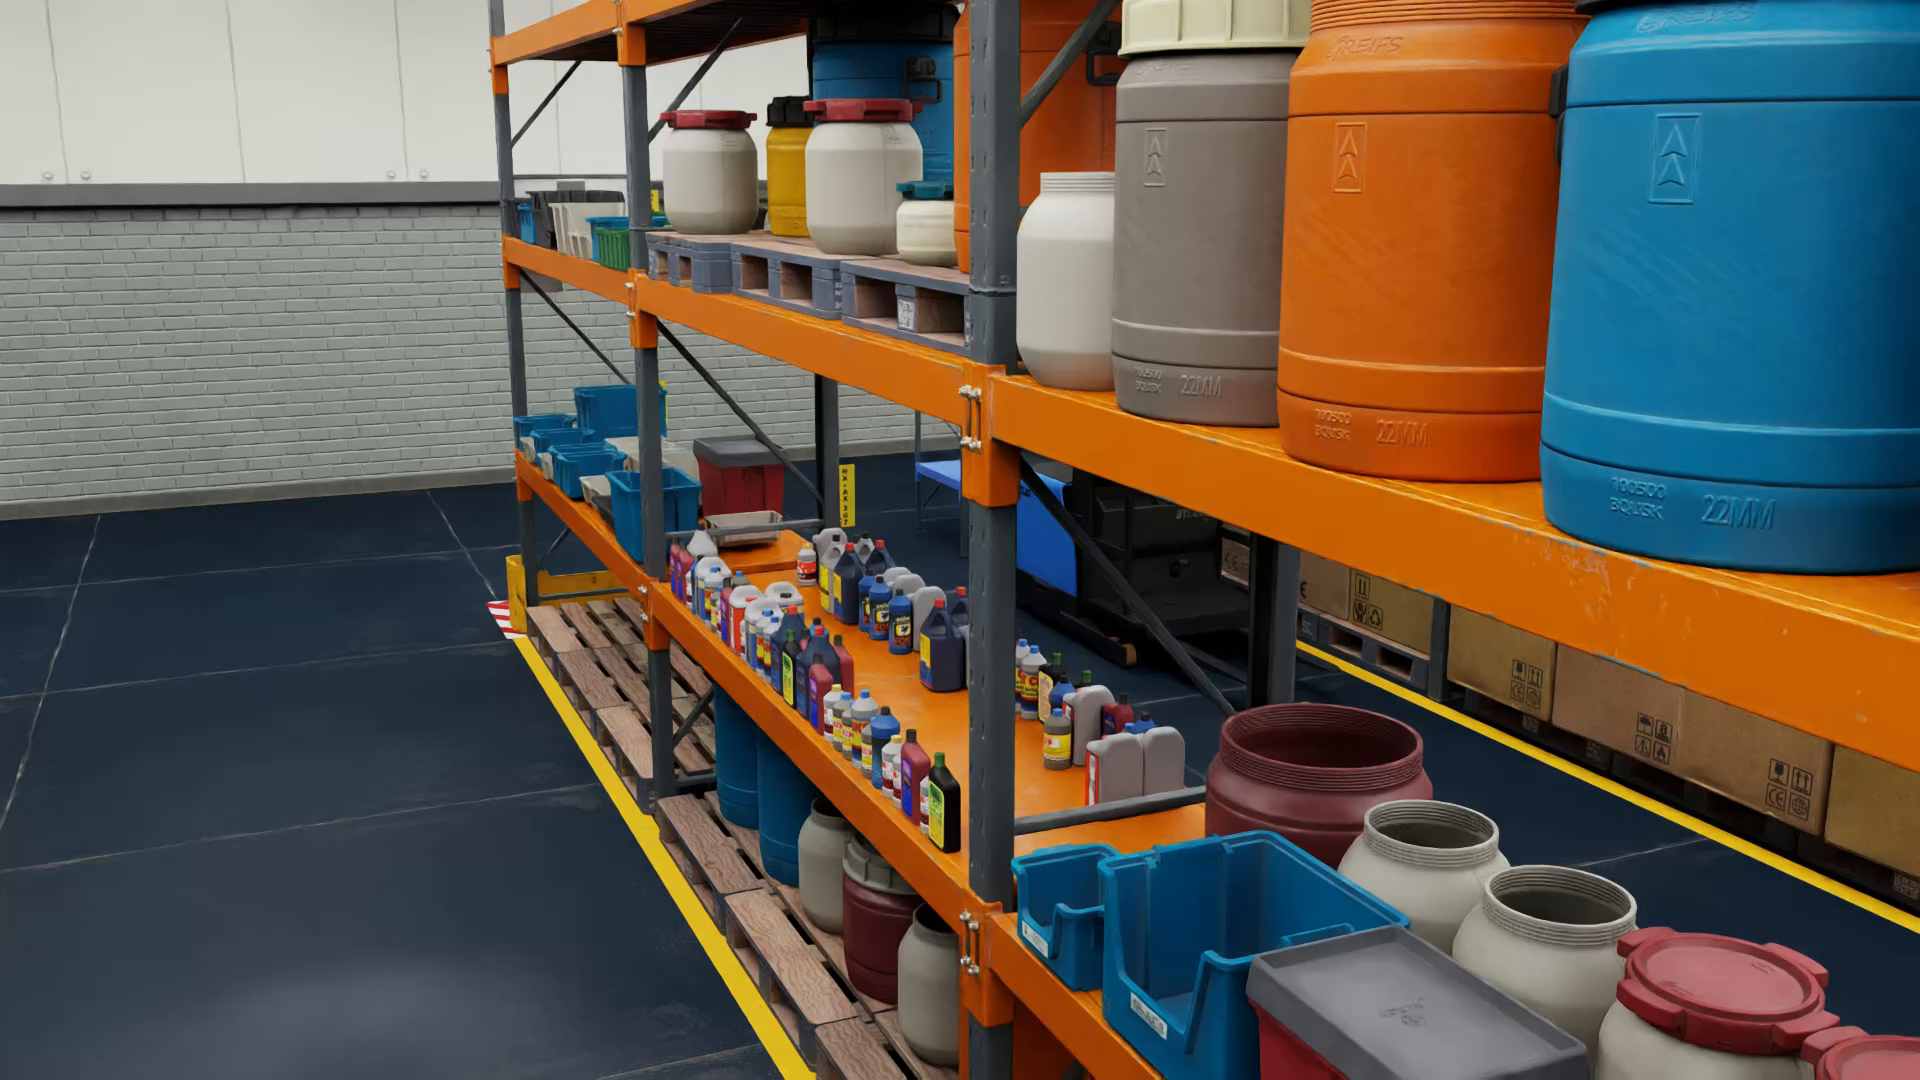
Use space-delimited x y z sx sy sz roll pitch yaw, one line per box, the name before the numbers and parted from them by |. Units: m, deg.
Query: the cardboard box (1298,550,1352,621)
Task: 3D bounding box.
cardboard box | 2.890 0.009 11.958 0.875 0.875 0.875 -6 14 -23

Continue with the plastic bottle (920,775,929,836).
plastic bottle | -0.077 0.808 5.165 0.097 0.201 0.097 0 13 0

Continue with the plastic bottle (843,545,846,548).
plastic bottle | -0.571 0.126 8.113 0.097 0.201 0.097 0 13 0

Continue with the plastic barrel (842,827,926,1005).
plastic barrel | -0.158 1.420 6.501 0.600 0.588 0.708 -6 14 -23

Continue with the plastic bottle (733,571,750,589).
plastic bottle | -1.007 0.243 7.608 0.097 0.201 0.097 0 13 0

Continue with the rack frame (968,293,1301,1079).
rack frame | 0.506 0.782 4.838 1.000 3.000 0.127 -6 14 -23

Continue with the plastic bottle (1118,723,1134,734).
plastic bottle | 0.568 0.714 5.574 0.097 0.201 0.097 0 13 0

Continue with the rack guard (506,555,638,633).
rack guard | -2.720 0.343 12.278 1.175 0.500 0.348 -6 14 -23

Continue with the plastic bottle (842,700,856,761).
plastic bottle | -0.364 0.660 5.806 0.097 0.201 0.097 0 13 0

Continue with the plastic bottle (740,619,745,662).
plastic bottle | -0.868 0.400 6.928 0.097 0.201 0.097 0 13 0

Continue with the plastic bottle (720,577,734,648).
plastic bottle | -0.985 0.310 7.135 0.061 0.283 0.133 -6 14 -23

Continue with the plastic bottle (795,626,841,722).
plastic bottle | -0.531 0.488 6.217 0.144 0.351 0.185 -6 14 -23

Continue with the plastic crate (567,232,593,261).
plastic crate | -1.955 -1.606 9.087 0.293 0.136 0.466 -6 14 -23

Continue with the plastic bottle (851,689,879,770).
plastic bottle | -0.325 0.646 5.711 0.097 0.271 0.097 0 13 0

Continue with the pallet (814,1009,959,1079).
pallet | 0.152 1.982 5.840 1.003 0.211 1.213 -6 14 -23

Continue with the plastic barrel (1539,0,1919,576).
plastic barrel | 1.181 -0.453 2.410 0.600 0.901 0.708 -6 14 -23

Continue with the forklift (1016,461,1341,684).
forklift | 1.462 -0.679 11.302 1.130 2.935 3.031 -6 14 -23

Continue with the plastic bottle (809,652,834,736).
plastic bottle | -0.505 0.558 6.066 0.061 0.283 0.133 -6 14 -23

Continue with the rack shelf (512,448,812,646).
rack shelf | -1.898 -0.107 10.275 1.077 0.370 4.000 -6 14 -23

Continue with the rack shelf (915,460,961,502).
rack shelf | 0.034 -0.538 14.665 0.538 0.185 1.000 -6 14 -23

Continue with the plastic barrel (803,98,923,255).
plastic barrel | -0.343 -1.303 5.961 0.433 0.535 0.433 0 13 0

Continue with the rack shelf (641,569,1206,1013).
rack shelf | -0.295 0.719 6.704 1.077 0.370 4.000 -6 14 -23

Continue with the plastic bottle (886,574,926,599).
plastic bottle | -0.240 0.276 7.301 0.152 0.276 0.135 -6 14 -23

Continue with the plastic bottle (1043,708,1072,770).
plastic bottle | 0.336 0.680 5.721 0.097 0.201 0.097 0 13 0

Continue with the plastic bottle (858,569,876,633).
plastic bottle | -0.401 0.265 7.356 0.097 0.271 0.097 0 13 0

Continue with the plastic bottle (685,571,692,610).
plastic bottle | -1.224 0.217 7.722 0.097 0.201 0.097 0 13 0

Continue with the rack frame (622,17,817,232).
rack frame | -1.097 -2.967 7.732 1.000 3.000 0.127 -6 14 -23

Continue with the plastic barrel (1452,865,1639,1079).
plastic barrel | 1.282 1.008 3.614 0.421 0.512 0.421 0 13 0

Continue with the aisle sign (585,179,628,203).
aisle sign | -2.459 -2.179 11.865 0.394 0.787 0.004 -6 14 -23

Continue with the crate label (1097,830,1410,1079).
crate label | 0.656 0.995 3.842 0.502 0.435 0.616 -6 14 -23

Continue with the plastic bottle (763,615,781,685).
plastic bottle | -0.736 0.434 6.627 0.097 0.271 0.097 0 13 0

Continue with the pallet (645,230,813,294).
pallet | -0.693 -1.260 7.430 1.213 0.211 1.003 -6 14 -23

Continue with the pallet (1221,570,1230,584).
pallet | 2.231 0.199 13.543 1.003 0.211 1.213 -6 14 -23

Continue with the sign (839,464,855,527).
sign | -0.592 -0.228 8.590 0.100 0.325 0.005 -6 14 -23

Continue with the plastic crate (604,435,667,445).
plastic crate | -2.206 -0.619 11.345 0.396 0.136 0.243 -6 14 -23

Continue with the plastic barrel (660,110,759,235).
plastic barrel | -1.115 -1.645 7.440 0.433 0.535 0.433 0 13 0

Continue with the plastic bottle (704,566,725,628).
plastic bottle | -1.092 0.251 7.420 0.097 0.271 0.097 0 13 0

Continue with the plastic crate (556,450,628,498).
plastic crate | -2.254 -0.404 10.199 0.416 0.233 0.300 -6 14 -23

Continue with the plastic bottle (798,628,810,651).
plastic bottle | -0.577 0.487 6.374 0.061 0.283 0.133 -6 14 -23

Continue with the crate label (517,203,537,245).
crate label | -2.625 -2.040 10.708 0.408 0.251 0.502 -6 14 -23

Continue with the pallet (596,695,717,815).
pallet | -1.427 1.166 9.364 1.003 0.211 1.213 -6 14 -23

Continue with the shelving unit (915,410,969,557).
shelving unit | 0.034 -0.713 14.625 0.538 1.500 1.048 -6 14 -23

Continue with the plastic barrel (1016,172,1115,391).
plastic barrel | 0.349 -0.642 4.090 0.421 0.512 0.421 0 13 0

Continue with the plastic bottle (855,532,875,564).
plastic bottle | -0.429 0.140 7.721 0.144 0.351 0.185 -6 14 -23

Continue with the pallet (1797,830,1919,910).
pallet | 4.797 1.524 7.819 1.003 0.211 1.213 -6 14 -23

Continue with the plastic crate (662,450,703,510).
plastic crate | -1.539 -0.348 9.850 0.437 0.282 0.530 -6 14 -23

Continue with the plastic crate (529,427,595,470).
plastic crate | -2.638 -0.602 11.055 0.416 0.233 0.300 -6 14 -23

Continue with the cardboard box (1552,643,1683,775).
cardboard box | 4.075 0.654 9.173 1.225 0.875 0.875 -6 14 -25

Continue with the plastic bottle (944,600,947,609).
plastic bottle | -0.078 0.381 6.858 0.097 0.271 0.097 0 13 0

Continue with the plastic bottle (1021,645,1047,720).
plastic bottle | 0.276 0.529 6.217 0.097 0.271 0.097 0 13 0

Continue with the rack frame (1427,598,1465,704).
rack frame | 3.442 -0.492 10.342 1.000 3.000 0.127 -6 14 -23

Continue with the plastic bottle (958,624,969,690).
plastic bottle | 0.073 0.437 6.602 0.152 0.276 0.135 -6 14 -23

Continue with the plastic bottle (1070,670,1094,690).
plastic bottle | 0.431 0.593 5.914 0.061 0.283 0.133 -6 14 -23

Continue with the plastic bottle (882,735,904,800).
plastic bottle | -0.208 0.741 5.458 0.097 0.201 0.097 0 13 0

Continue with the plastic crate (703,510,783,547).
plastic crate | -1.152 -0.054 8.903 0.396 0.136 0.243 -6 14 -23

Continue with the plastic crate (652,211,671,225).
plastic crate | -2.042 -2.051 10.896 0.450 0.188 0.336 -6 14 -23

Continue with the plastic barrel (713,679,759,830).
plastic barrel | -0.894 0.887 8.106 0.600 0.901 0.708 -6 14 -23

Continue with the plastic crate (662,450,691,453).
plastic crate | -1.641 -0.417 10.258 0.416 0.233 0.300 -6 14 -23
